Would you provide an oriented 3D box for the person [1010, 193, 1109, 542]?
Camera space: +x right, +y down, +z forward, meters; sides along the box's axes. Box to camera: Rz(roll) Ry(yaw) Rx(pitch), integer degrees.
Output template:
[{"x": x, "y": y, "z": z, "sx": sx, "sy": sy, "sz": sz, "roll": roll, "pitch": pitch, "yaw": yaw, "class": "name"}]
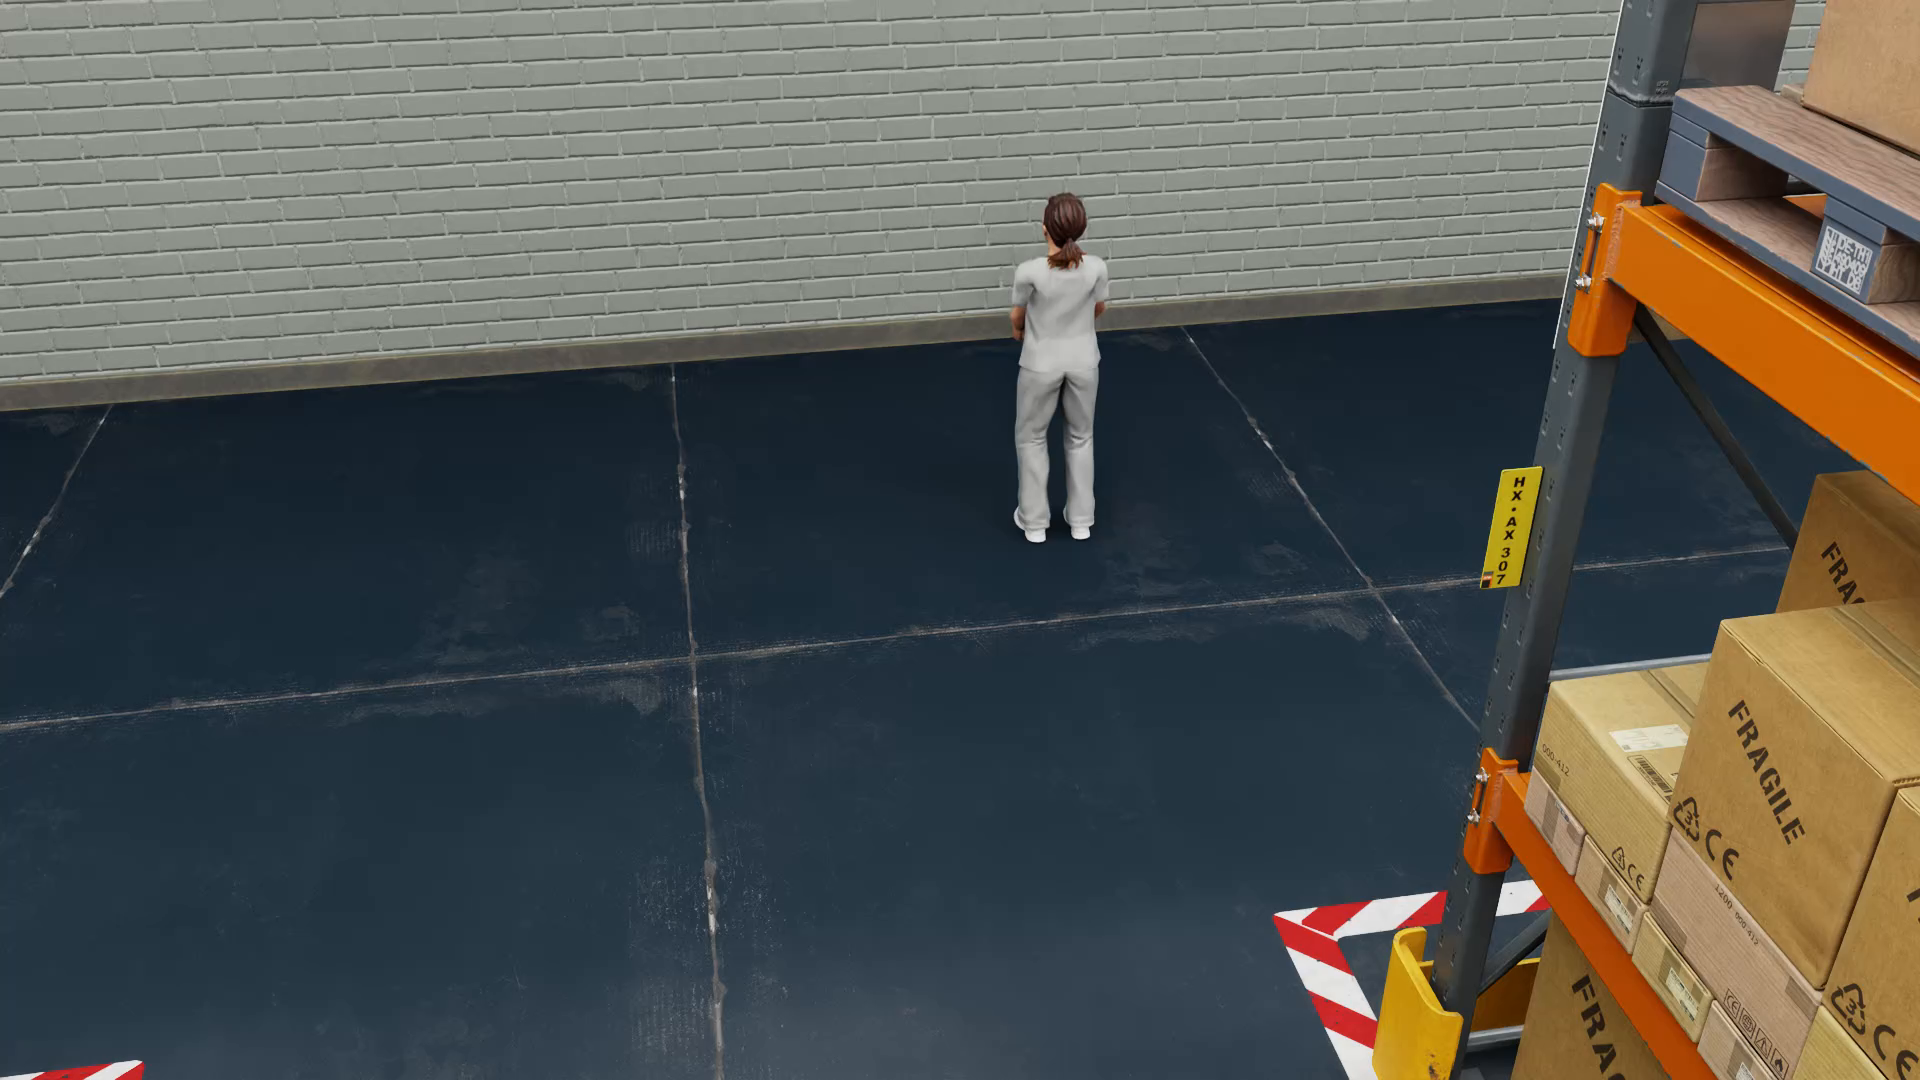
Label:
[{"x": 0.428, "y": -0.791, "z": 7.473, "sx": 0.436, "sy": 1.664, "sz": 0.558, "roll": -5, "pitch": 31, "yaw": -8, "class": "person"}]
